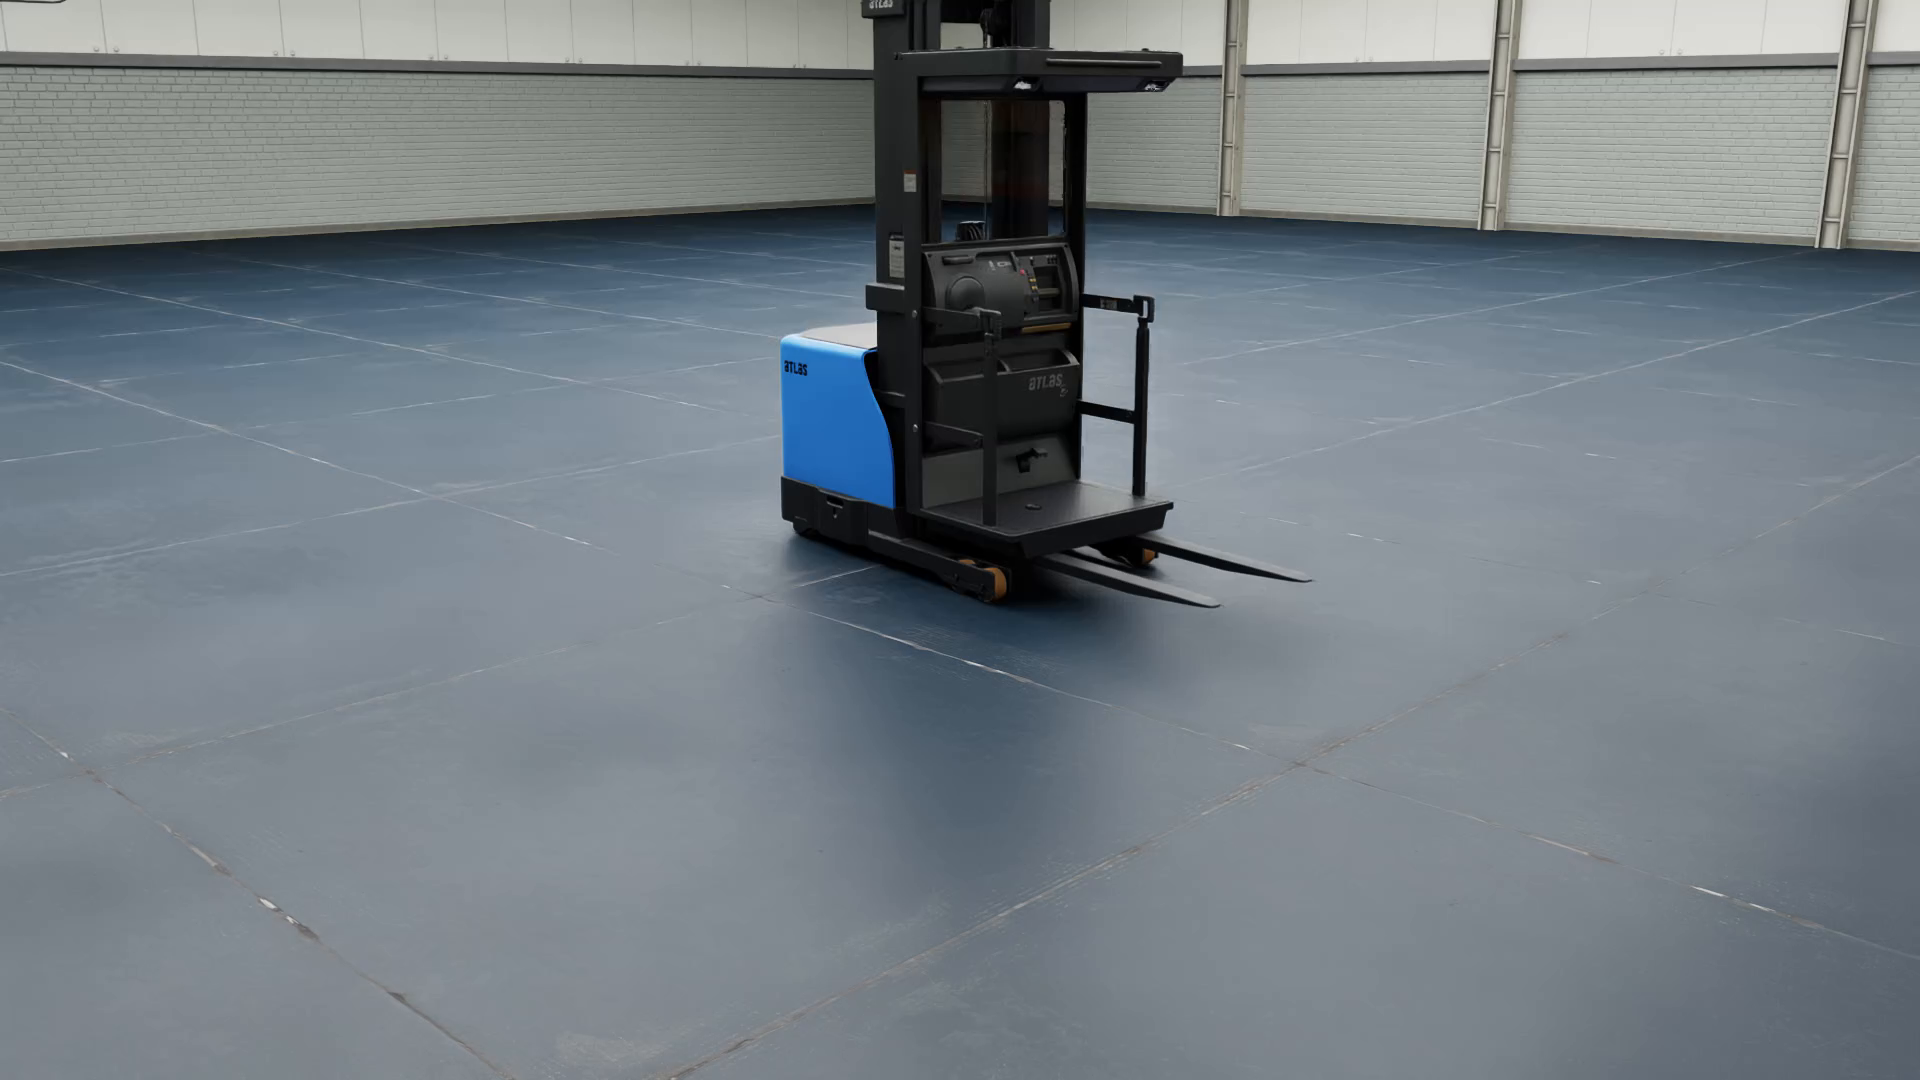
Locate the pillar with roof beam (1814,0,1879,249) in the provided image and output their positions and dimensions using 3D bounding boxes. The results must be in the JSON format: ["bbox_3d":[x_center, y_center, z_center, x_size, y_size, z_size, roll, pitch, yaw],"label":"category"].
[{"bbox_3d":[11.381,-8.399,23.320,0.400,9.000,9.100,14,20,42],"label":"pillar with roof beam"}]

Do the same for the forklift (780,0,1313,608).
[{"bbox_3d":[0.348,-1.269,7.989,1.130,2.935,3.031,-12,19,-38],"label":"forklift"}]

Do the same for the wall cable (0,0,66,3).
[{"bbox_3d":[-15.055,-10.735,25.540,0.169,6.003,2.305,14,20,42],"label":"wall cable"}]

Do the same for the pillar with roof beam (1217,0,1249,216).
[{"bbox_3d":[2.742,-10.499,31.381,0.400,9.000,9.100,14,20,42],"label":"pillar with roof beam"}]

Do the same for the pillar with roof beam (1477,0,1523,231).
[{"bbox_3d":[7.061,-9.449,27.350,0.400,9.000,9.100,14,20,42],"label":"pillar with roof beam"}]
